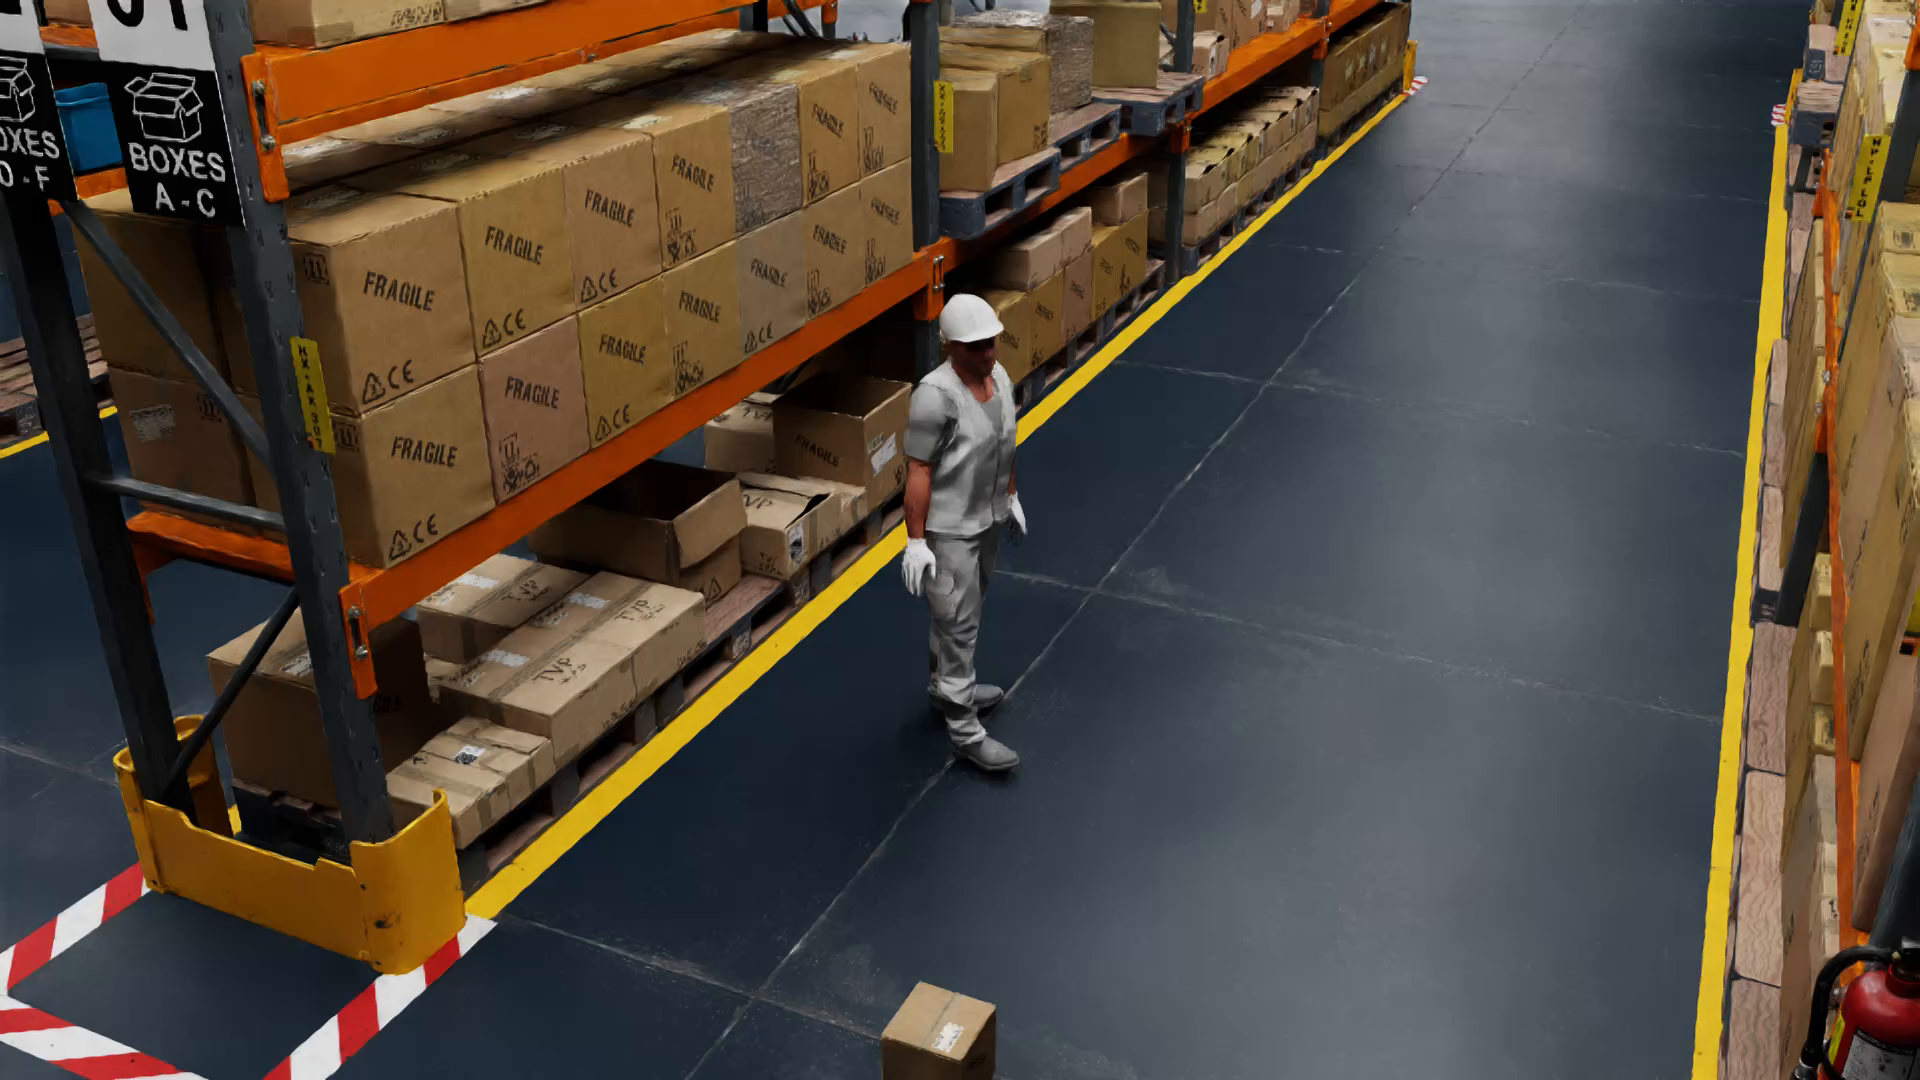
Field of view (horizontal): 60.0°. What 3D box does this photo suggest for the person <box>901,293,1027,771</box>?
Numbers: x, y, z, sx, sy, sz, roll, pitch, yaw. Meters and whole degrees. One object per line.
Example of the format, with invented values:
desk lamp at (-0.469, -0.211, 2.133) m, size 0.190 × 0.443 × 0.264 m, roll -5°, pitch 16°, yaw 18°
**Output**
person at (0.044, -0.030, 6.088) m, size 0.577 × 1.787 × 0.689 m, roll 16°, pitch 30°, yaw 29°
